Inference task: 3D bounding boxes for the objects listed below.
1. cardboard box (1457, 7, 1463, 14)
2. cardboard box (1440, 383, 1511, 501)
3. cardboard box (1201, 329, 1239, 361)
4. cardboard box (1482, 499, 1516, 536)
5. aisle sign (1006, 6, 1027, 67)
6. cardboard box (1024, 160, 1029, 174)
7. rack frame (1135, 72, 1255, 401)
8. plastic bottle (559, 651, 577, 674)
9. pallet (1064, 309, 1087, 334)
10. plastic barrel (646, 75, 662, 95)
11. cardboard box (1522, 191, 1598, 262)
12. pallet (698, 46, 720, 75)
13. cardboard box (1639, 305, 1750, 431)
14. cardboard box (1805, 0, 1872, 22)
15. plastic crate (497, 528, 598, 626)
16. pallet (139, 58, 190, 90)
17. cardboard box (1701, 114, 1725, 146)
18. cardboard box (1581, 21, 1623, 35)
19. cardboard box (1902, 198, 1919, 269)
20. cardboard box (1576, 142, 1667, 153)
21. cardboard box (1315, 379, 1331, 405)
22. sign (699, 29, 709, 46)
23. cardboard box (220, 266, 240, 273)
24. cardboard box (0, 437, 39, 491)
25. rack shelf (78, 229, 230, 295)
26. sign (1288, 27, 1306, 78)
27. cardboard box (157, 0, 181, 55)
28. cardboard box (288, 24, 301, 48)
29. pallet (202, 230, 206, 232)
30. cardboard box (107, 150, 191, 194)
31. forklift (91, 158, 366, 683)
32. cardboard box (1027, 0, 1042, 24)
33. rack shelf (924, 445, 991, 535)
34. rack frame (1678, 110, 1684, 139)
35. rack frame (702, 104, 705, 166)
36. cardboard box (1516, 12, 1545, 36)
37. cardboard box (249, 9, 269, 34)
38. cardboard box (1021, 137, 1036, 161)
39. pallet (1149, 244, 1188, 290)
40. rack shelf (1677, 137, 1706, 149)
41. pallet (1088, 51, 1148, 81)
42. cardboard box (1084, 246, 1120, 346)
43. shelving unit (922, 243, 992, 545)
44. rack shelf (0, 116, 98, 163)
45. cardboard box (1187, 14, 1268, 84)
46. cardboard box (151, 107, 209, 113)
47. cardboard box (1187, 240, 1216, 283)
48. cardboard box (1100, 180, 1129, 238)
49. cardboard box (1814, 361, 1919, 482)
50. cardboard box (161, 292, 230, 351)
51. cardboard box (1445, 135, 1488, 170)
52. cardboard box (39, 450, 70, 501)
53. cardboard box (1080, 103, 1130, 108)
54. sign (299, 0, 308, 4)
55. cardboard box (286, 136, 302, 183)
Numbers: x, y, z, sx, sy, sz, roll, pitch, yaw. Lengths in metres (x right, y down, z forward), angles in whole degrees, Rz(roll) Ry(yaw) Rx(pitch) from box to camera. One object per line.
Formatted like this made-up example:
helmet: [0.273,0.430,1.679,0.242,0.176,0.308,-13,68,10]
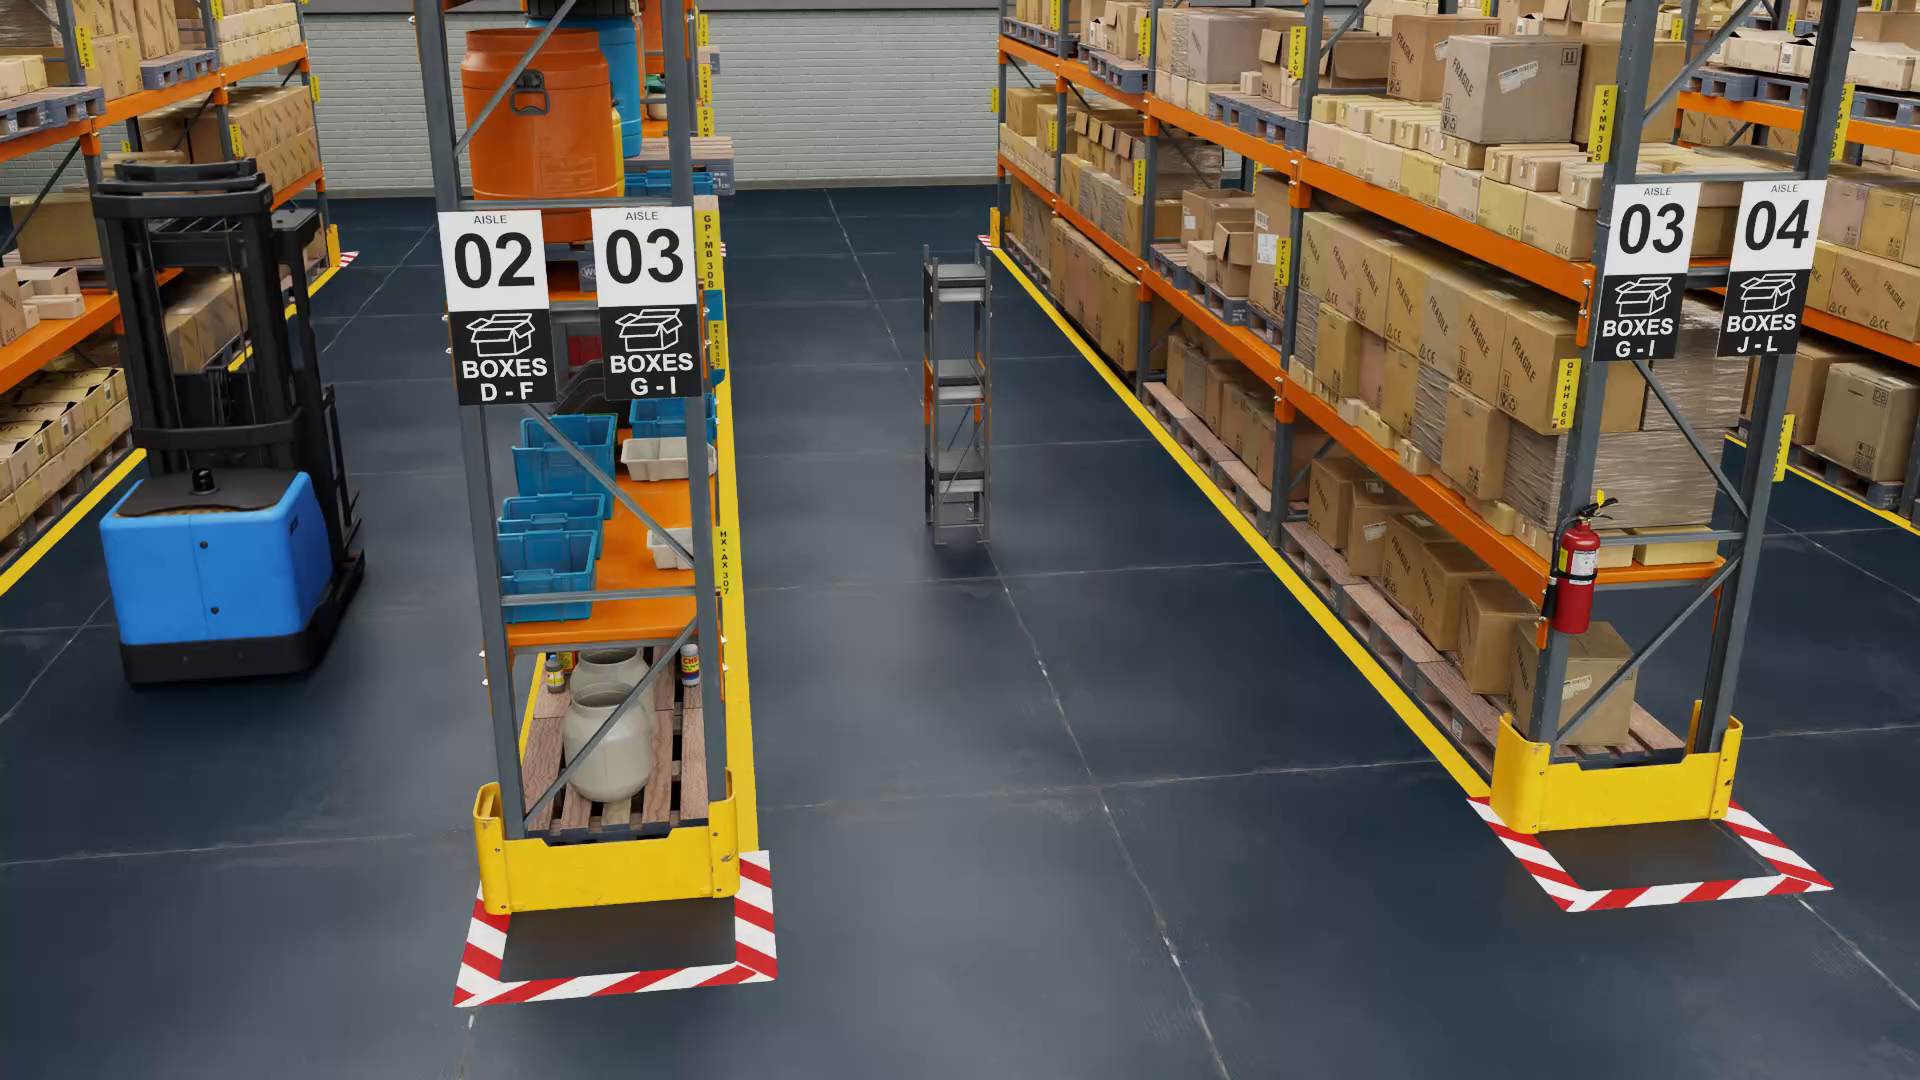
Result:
cardboard box: [6.140,-6.266,19.919,0.500,0.250,0.500,-4,21,-10]
cardboard box: [3.086,-0.545,8.819,0.875,0.500,0.500,-3,21,-8]
cardboard box: [2.388,-1.742,14.466,0.500,0.250,0.500,-1,20,-2]
cardboard box: [2.961,-0.141,8.665,0.380,0.149,0.250,-3,21,-8]
aisle sign: [0.715,-6.767,22.331,0.394,0.787,0.004,-3,21,-8]
cardboard box: [1.009,-4.659,20.762,0.380,0.149,0.250,-3,21,-7]
rack frame: [2.175,-2.769,15.344,1.000,3.000,0.127,-3,21,-8]
plastic bottle: [-2.280,0.618,9.539,0.152,0.276,0.135,-3,21,-7]
pallet: [1.785,-2.585,18.835,1.003,0.211,1.213,-3,21,-8]
plastic barrel: [-2.640,-3.769,13.955,0.294,0.245,0.294,0,20,0]
cardboard box: [3.008,-1.489,7.842,0.500,0.250,0.500,-2,21,-6]
pallet: [-3.093,-4.955,17.178,1.213,0.211,1.003,-3,21,-8]
cardboard box: [3.519,-0.858,8.230,0.500,0.500,0.500,-3,21,-8]
cardboard box: [11.179,-6.817,21.002,0.797,0.503,0.637,-1,21,-4]
plastic crate: [-1.941,0.162,7.709,0.499,0.251,0.616,-3,21,-8]
pallet: [-8.027,-4.385,15.651,1.213,0.211,1.003,-3,21,-8]
cardboard box: [10.714,-5.732,23.132,0.500,0.500,0.500,-3,21,-9]
cardboard box: [6.611,-4.967,16.799,0.500,0.500,0.500,-3,21,-8]
cardboard box: [7.597,-2.286,12.479,0.700,0.500,0.500,-3,21,-9]
cardboard box: [3.418,-1.986,8.605,0.380,0.149,0.250,-3,21,-8]
cardboard box: [2.572,-1.005,10.978,0.380,0.149,0.250,-3,21,-8]
sign: [-2.758,-5.341,17.929,0.100,0.325,0.005,-3,21,-8]
cardboard box: [-8.676,-3.045,19.296,0.500,0.311,0.500,-3,21,-8]
cardboard box: [-7.007,-0.566,11.972,0.500,0.311,0.500,-4,21,-10]
rack shelf: [-7.916,-2.627,15.990,1.077,0.370,4.000,-3,21,-8]
sign: [2.203,-3.187,10.873,0.100,0.325,0.005,-3,21,-8]
cardboard box: [-8.205,-5.173,16.607,0.600,0.600,0.600,-5,21,-13]
cardboard box: [-8.446,-6.211,20.486,0.500,0.250,0.500,-3,21,-8]
pallet: [-8.197,-3.284,16.996,1.003,0.211,1.213,-3,21,-8]
cardboard box: [-8.358,-3.724,17.157,0.700,0.500,0.500,-10,23,-26]
forklift: [-4.652,-1.013,10.738,1.130,2.935,3.031,-3,21,-9]
cardboard box: [1.234,-6.680,20.641,0.700,0.500,0.500,-4,21,-11]
rack shelf: [-0.024,-0.372,12.252,0.431,0.518,0.480,-3,21,-8]
rack frame: [10.829,-6.039,24.098,1.000,3.000,0.127,-3,21,-8]
rack frame: [-3.302,-3.905,18.383,1.000,3.000,0.127,-3,21,-8]
cardboard box: [6.441,-5.614,18.201,0.500,0.311,0.500,-3,21,-9]
cardboard box: [-8.236,-5.926,19.008,0.500,0.250,0.500,-3,21,-8]
cardboard box: [1.055,-4.894,20.822,0.500,0.250,0.500,-3,21,-9]
pallet: [2.384,-2.438,14.731,1.213,0.211,1.003,-3,21,-8]
rack shelf: [11.117,-5.010,22.370,1.077,0.370,4.000,-3,21,-8]
pallet: [1.866,-4.693,16.478,1.003,0.211,1.213,-2,21,-5]
cardboard box: [1.976,-2.520,17.112,1.225,0.875,0.875,-3,21,-8]
shelving unit: [-0.024,-1.041,12.002,0.431,2.100,0.503,-3,21,-8]
rack shelf: [-7.340,-2.647,11.757,1.077,0.370,4.000,-3,21,-8]
cardboard box: [2.138,-3.930,13.308,0.500,0.500,0.500,-4,21,-9]
cardboard box: [-8.610,-4.510,18.434,0.500,0.500,0.500,-3,21,-9]
cardboard box: [2.189,-2.304,13.712,0.500,0.250,0.500,-4,21,-9]
cardboard box: [1.715,-3.327,16.694,0.500,0.500,0.500,-4,21,-10]
cardboard box: [7.496,-0.953,13.095,1.050,0.750,0.750,-3,21,-8]
cardboard box: [-7.715,-2.189,16.735,0.500,0.500,0.500,-3,21,-7]
cardboard box: [2.799,-2.052,8.782,0.380,0.149,0.250,-4,21,-10]
cardboard box: [-7.087,-0.479,12.542,0.500,0.250,0.500,-3,21,-7]
cardboard box: [1.719,-4.924,19.831,0.500,0.500,0.500,-3,21,-8]
sign: [-8.229,-6.882,20.802,0.100,0.325,0.005,-3,21,-8]
cardboard box: [-8.303,-4.594,20.086,0.500,0.500,0.500,-3,21,-7]
